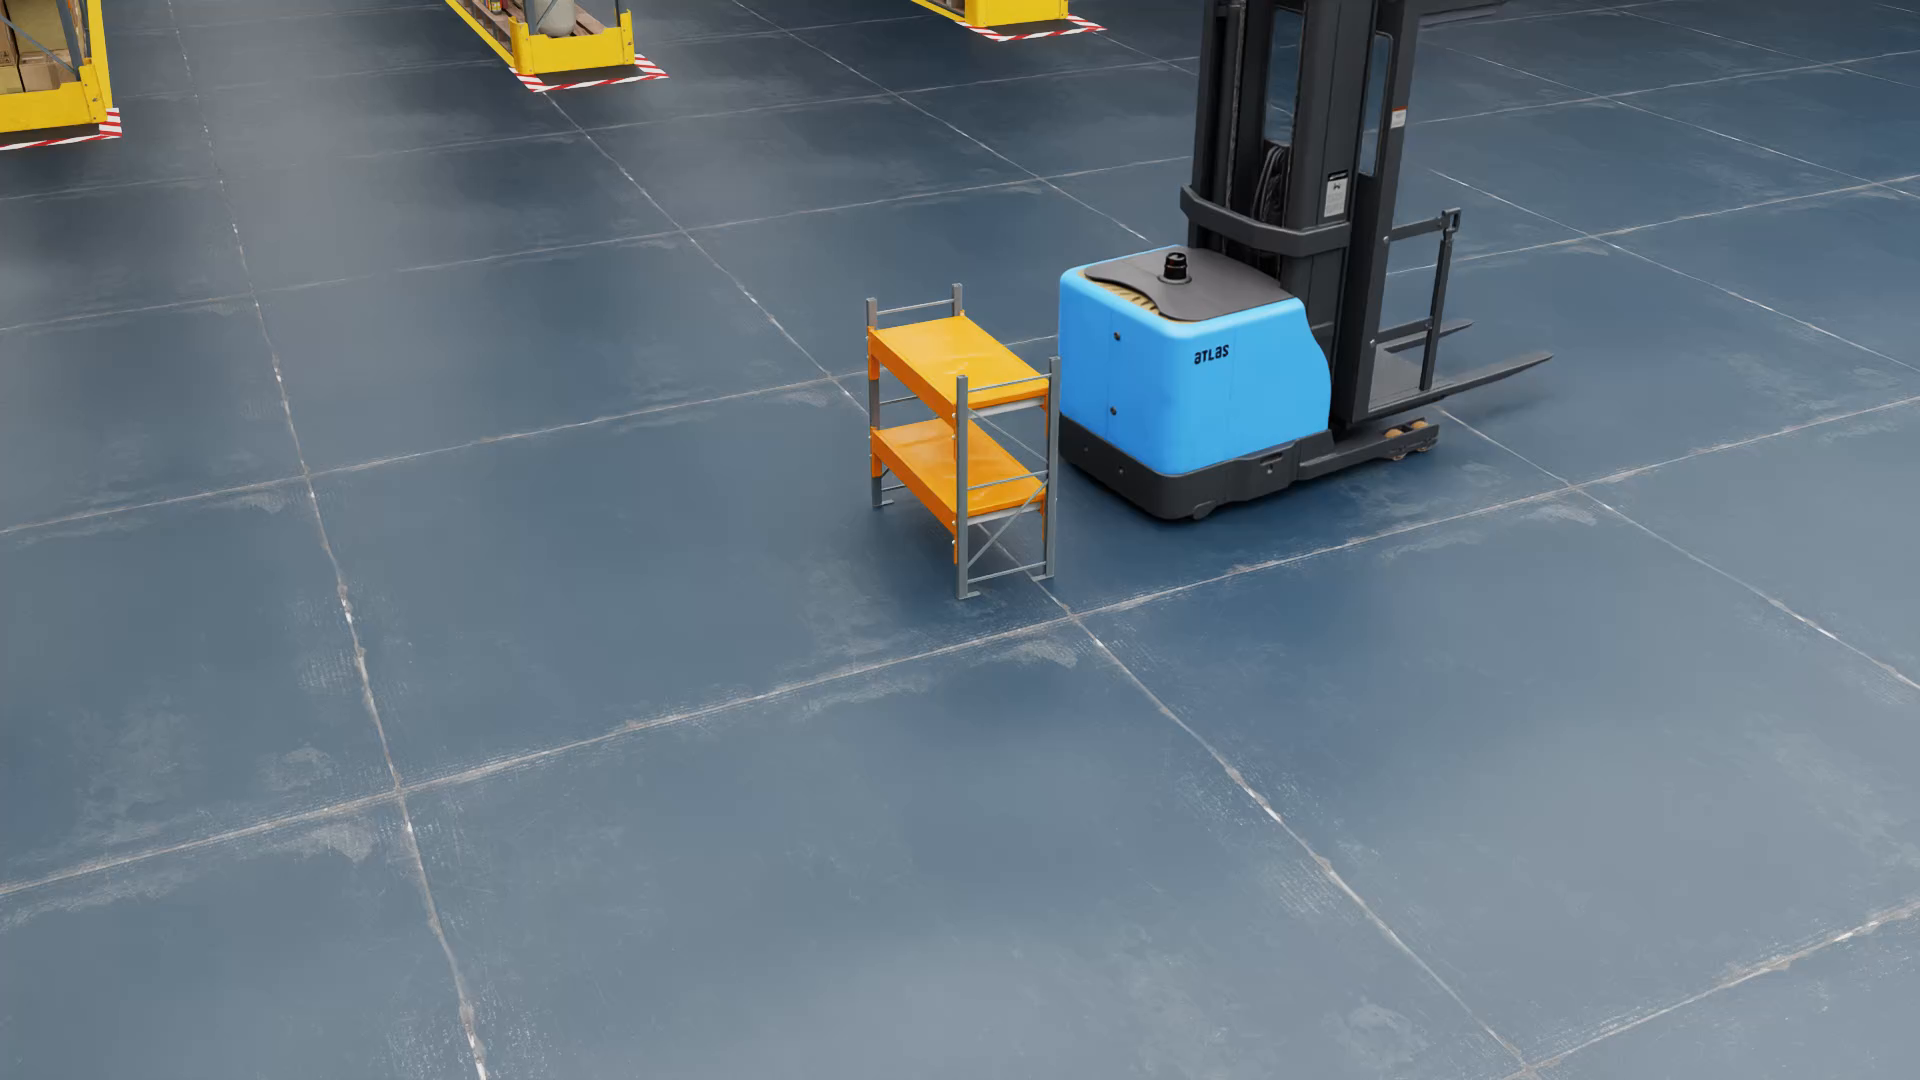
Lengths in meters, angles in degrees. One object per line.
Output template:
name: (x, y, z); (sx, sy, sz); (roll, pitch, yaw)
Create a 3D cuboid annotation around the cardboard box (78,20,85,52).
cardboard box: (-8.953, -4.966, 16.421); (0.500, 0.250, 0.500); (-13, 32, -22)

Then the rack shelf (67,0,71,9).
rack shelf: (-9.140, -5.605, 15.914); (1.077, 0.370, 4.000); (-13, 32, -22)

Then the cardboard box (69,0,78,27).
cardboard box: (-8.952, -5.293, 16.238); (0.500, 0.500, 0.500); (-13, 32, -22)

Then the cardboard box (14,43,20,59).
cardboard box: (-9.004, -4.412, 15.434); (0.500, 0.250, 0.500); (-13, 32, -22)

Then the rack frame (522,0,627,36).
rack frame: (-3.806, -6.074, 16.015); (1.000, 3.000, 0.127); (-13, 32, -22)

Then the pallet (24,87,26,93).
pallet: (-8.648, -4.148, 15.432); (1.003, 0.211, 1.213); (-13, 32, -22)

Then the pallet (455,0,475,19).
pallet: (-5.273, -6.319, 19.303); (1.003, 0.211, 1.213); (-13, 32, -22)

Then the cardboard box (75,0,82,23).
cardboard box: (-9.602, -5.627, 17.600); (0.500, 0.250, 0.500); (-13, 32, -22)

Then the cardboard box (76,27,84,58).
cardboard box: (-8.743, -4.744, 16.025); (0.500, 0.250, 0.500); (-13, 32, -22)

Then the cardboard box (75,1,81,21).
cardboard box: (-9.397, -5.404, 17.203); (0.500, 0.250, 0.500); (-13, 32, -22)

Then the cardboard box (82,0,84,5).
cardboard box: (-9.948, -6.016, 18.294); (0.500, 0.250, 0.500); (-14, 32, -23)

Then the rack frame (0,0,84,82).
rack frame: (-8.282, -5.035, 14.163); (1.000, 3.000, 0.127); (-13, 32, -22)

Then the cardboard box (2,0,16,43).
cardboard box: (-9.223, -4.959, 15.642); (0.500, 0.500, 0.500); (-13, 32, -22)

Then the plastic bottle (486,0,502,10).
plastic bottle: (-5.074, -5.914, 18.065); (0.152, 0.276, 0.135); (-13, 32, -22)

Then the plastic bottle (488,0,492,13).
plastic bottle: (-5.057, -5.848, 17.939); (0.061, 0.283, 0.133); (-12, 32, -21)

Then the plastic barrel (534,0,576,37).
plastic barrel: (-4.158, -5.446, 17.010); (0.421, 0.512, 0.421); (0, 29, 0)

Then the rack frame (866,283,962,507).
rack frame: (-0.221, -0.718, 8.381); (0.500, 1.125, 0.032); (-13, 32, -22)

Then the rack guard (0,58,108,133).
rack guard: (-8.271, -3.934, 14.755); (1.175, 0.500, 0.348); (-13, 32, -22)

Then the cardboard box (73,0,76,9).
cardboard box: (-9.180, -5.511, 16.626); (0.500, 0.500, 0.500); (-13, 32, -22)

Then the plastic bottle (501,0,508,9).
plastic bottle: (-4.978, -5.940, 18.103); (0.061, 0.283, 0.133); (-13, 32, -22)

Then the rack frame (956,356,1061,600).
rack frame: (0.215, -0.269, 7.580); (0.500, 1.125, 0.032); (-13, 32, -22)

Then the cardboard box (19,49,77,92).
cardboard box: (-8.311, -4.303, 15.238); (0.500, 0.250, 0.500); (-13, 32, -22)

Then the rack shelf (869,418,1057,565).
rack shelf: (-0.003, -0.280, 8.100); (0.538, 0.278, 1.000); (-13, 32, -22)

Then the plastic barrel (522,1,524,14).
plastic barrel: (-4.373, -5.668, 17.405); (0.421, 0.512, 0.421); (0, 29, 0)

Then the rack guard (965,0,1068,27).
rack guard: (0.634, -6.057, 18.540); (1.175, 0.500, 0.348); (-13, 32, -22)

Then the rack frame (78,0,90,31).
rack frame: (-9.999, -6.802, 17.314); (1.000, 3.000, 0.127); (-13, 32, -22)

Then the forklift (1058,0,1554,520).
forklift: (2.018, -1.911, 8.662); (3.031, 2.935, 1.130); (-17, 34, -28)

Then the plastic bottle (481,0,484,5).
plastic bottle: (-5.208, -6.080, 18.285); (0.144, 0.351, 0.185); (-12, 31, -20)

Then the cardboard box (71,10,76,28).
cardboard box: (-8.754, -5.068, 15.837); (0.500, 0.500, 0.500); (-13, 32, -22)

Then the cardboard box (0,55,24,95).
cardboard box: (-8.779, -4.194, 15.044); (0.500, 0.250, 0.500); (-13, 32, -22)

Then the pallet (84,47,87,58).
pallet: (-9.168, -4.686, 16.391); (1.003, 0.211, 1.213); (-13, 32, -22)

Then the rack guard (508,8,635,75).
rack guard: (-3.881, -5.007, 16.668); (1.175, 0.500, 0.348); (-13, 32, -22)

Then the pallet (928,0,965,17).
pallet: (0.318, -6.297, 19.264); (1.003, 0.211, 1.213); (-13, 32, -22)

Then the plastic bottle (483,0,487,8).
plastic bottle: (-5.134, -5.975, 18.174); (0.152, 0.276, 0.135); (-14, 32, -23)

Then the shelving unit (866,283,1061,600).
shelving unit: (-0.003, -0.494, 7.980); (0.538, 1.125, 1.048); (-13, 32, -22)

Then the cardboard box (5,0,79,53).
cardboard box: (-8.527, -4.850, 15.448); (0.500, 0.500, 0.500); (-13, 32, -22)

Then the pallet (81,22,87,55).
pallet: (-9.695, -5.226, 17.354); (1.003, 0.211, 1.213); (-13, 32, -22)

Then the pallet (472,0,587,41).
pallet: (-4.745, -5.779, 18.341); (1.003, 0.211, 1.213); (-13, 32, -22)

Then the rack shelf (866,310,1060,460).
rack shelf: (-0.003, -0.749, 7.837); (0.538, 0.278, 1.000); (-13, 32, -22)

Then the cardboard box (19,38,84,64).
cardboard box: (-8.529, -4.523, 15.631); (0.500, 0.250, 0.500); (-13, 32, -22)

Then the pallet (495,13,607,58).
pallet: (-4.225, -5.241, 17.381); (1.003, 0.211, 1.213); (-13, 32, -22)

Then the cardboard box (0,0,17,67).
cardboard box: (-8.781, -4.521, 14.860); (0.500, 0.500, 0.500); (-13, 32, -22)

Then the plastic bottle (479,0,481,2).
plastic bottle: (-5.288, -6.162, 18.431); (0.144, 0.351, 0.185); (-13, 32, -22)

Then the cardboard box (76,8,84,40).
cardboard box: (-9.169, -5.186, 16.814); (0.500, 0.250, 0.500); (-13, 32, -22)

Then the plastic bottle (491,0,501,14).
plastic bottle: (-4.991, -5.764, 17.874); (0.097, 0.201, 0.097); (0, 29, 0)
